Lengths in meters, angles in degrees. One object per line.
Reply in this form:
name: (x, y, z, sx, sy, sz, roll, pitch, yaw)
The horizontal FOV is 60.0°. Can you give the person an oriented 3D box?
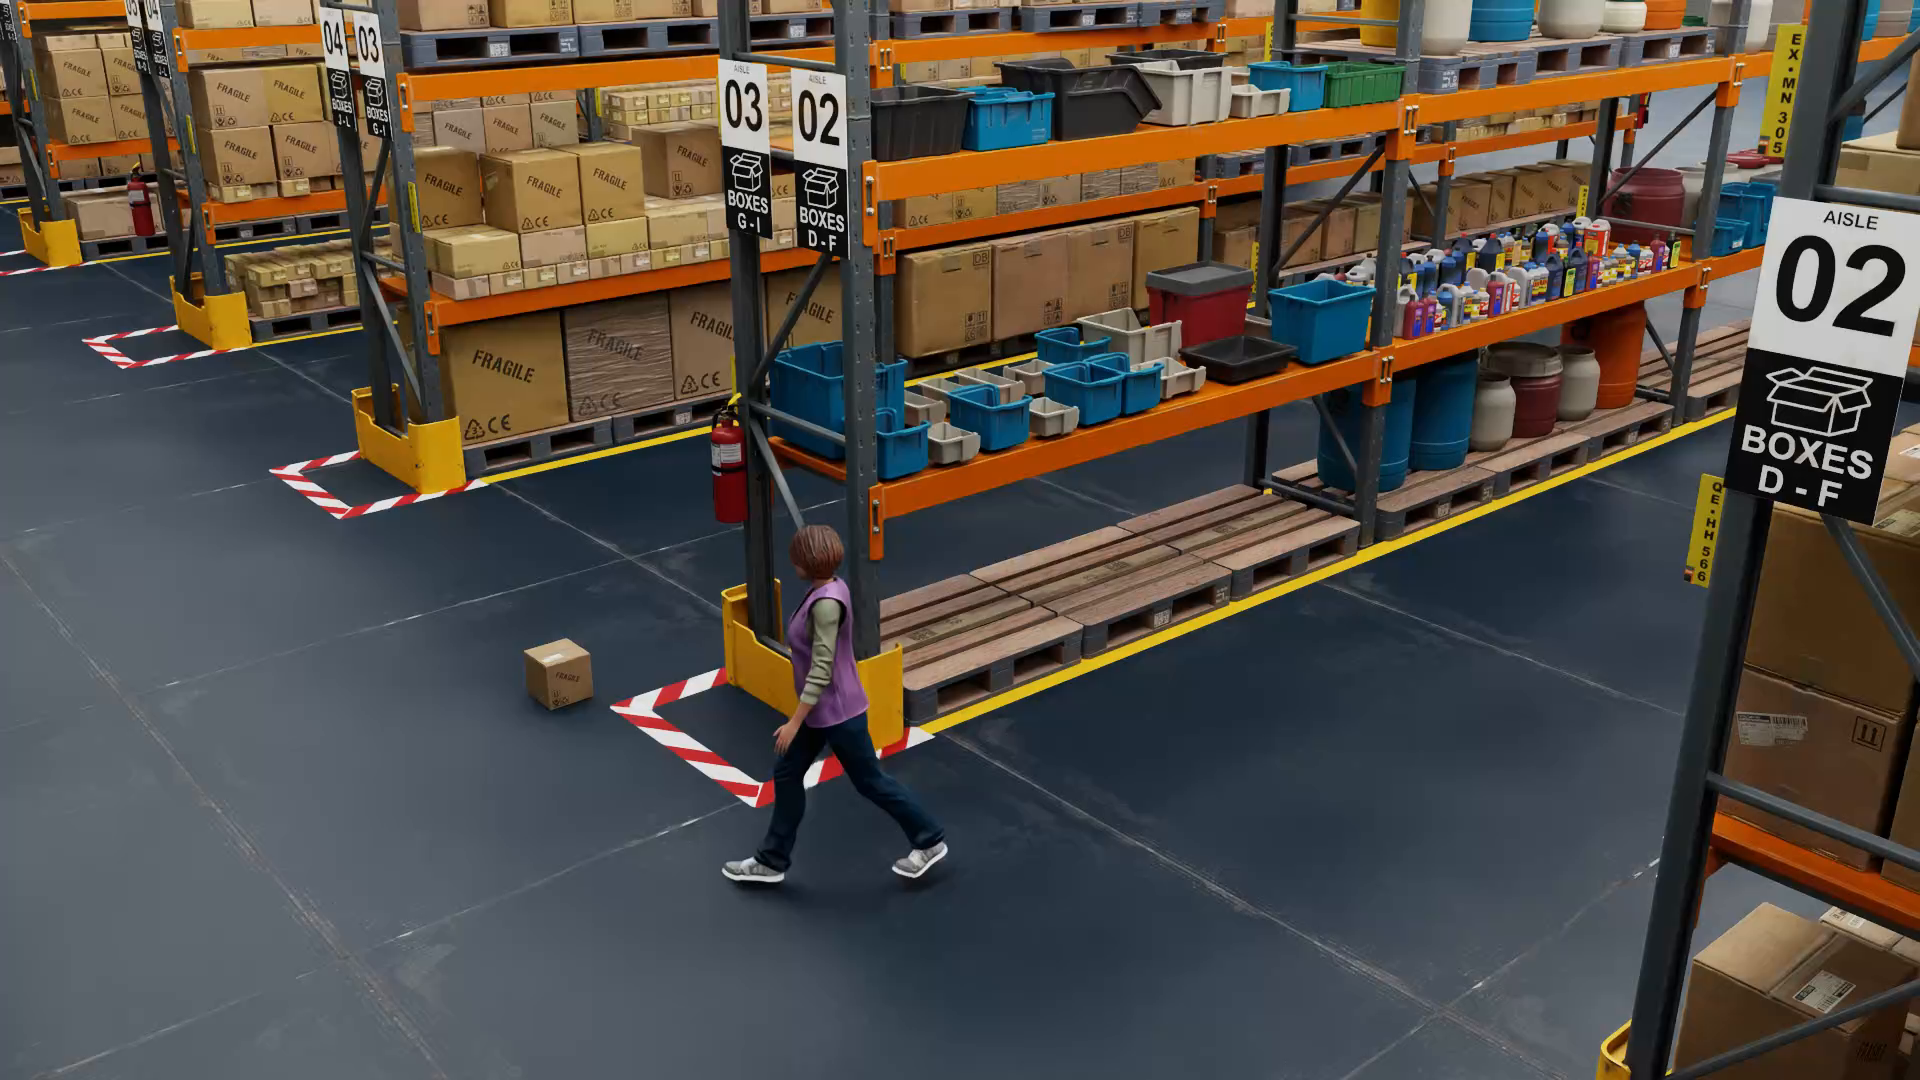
person: (-0.535, 0.699, 6.824, 0.942, 1.537, 0.486, -5, 22, -12)
